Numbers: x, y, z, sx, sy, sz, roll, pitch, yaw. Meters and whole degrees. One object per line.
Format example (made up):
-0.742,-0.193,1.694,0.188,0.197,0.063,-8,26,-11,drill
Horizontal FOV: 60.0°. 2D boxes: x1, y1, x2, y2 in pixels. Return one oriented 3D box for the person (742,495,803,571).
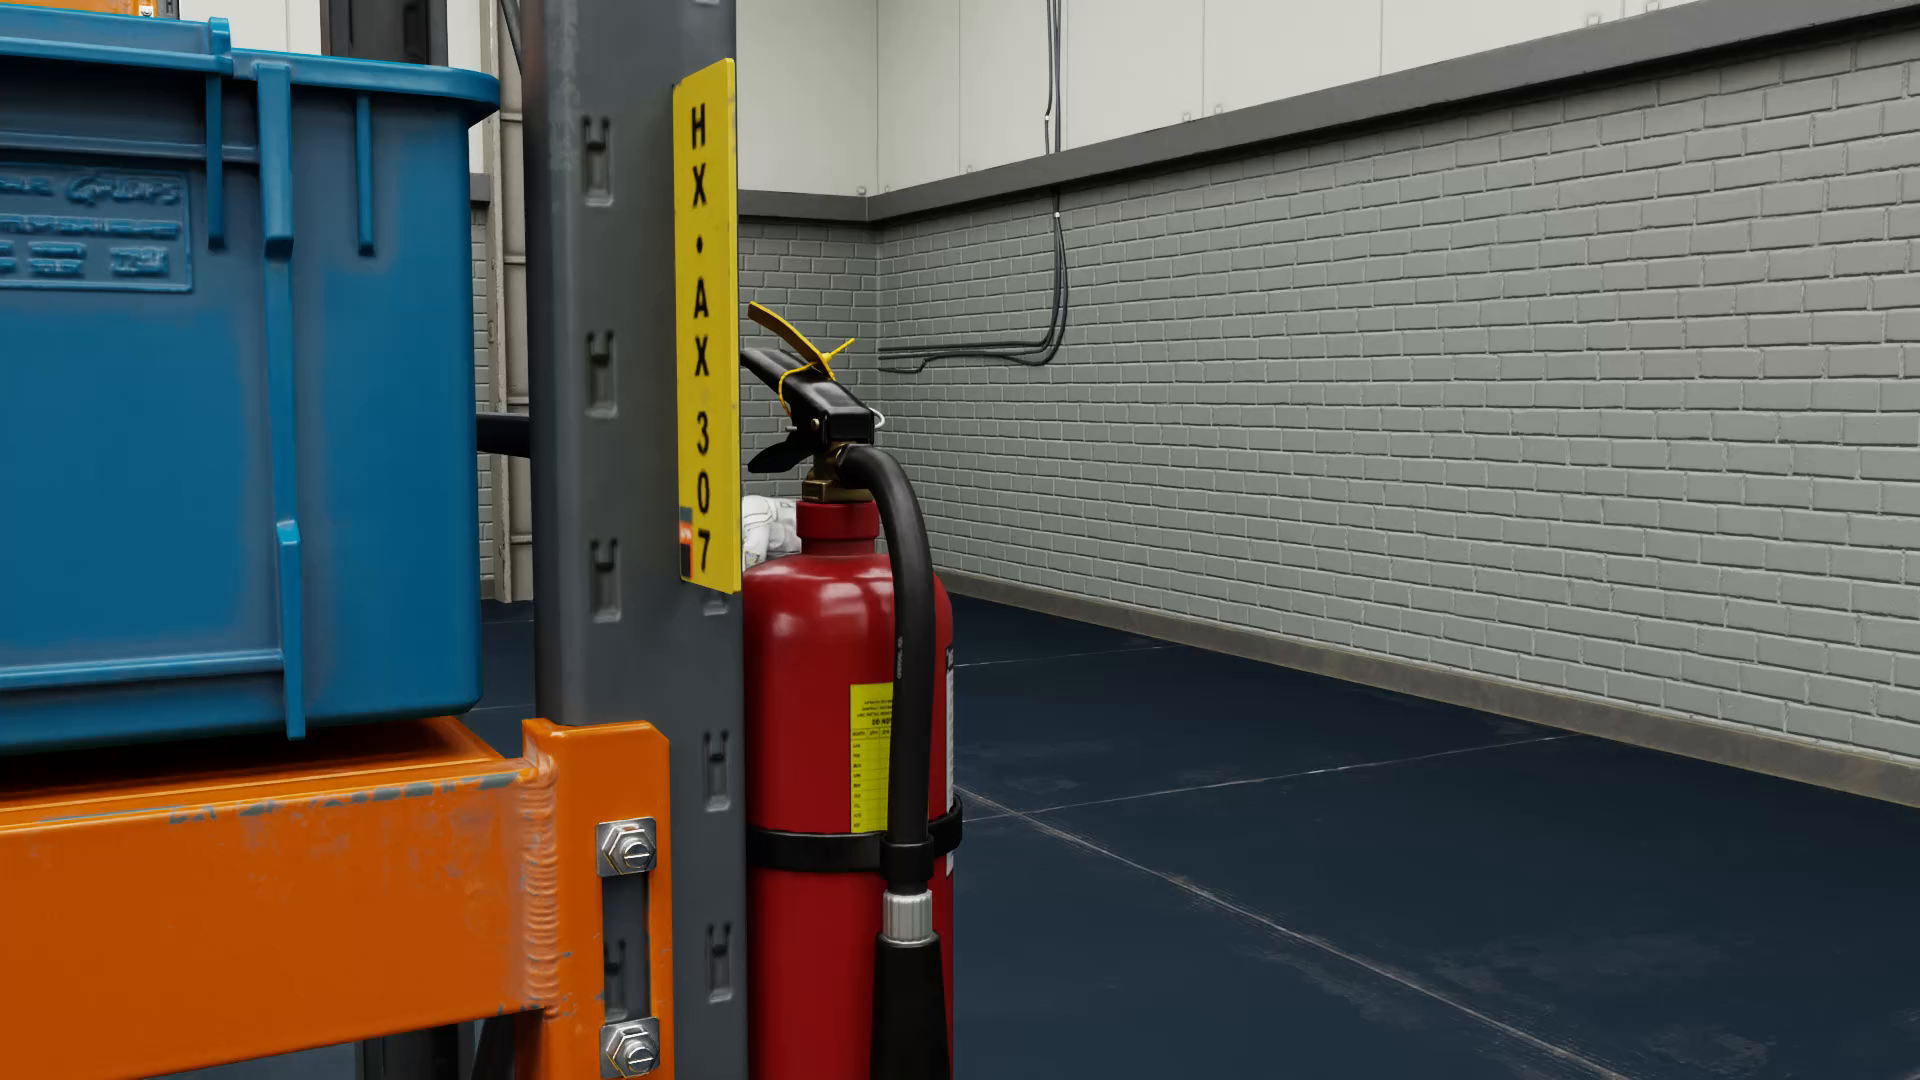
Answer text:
-0.981,0.275,8.501,0.938,1.031,0.511,-3,6,-32,person
